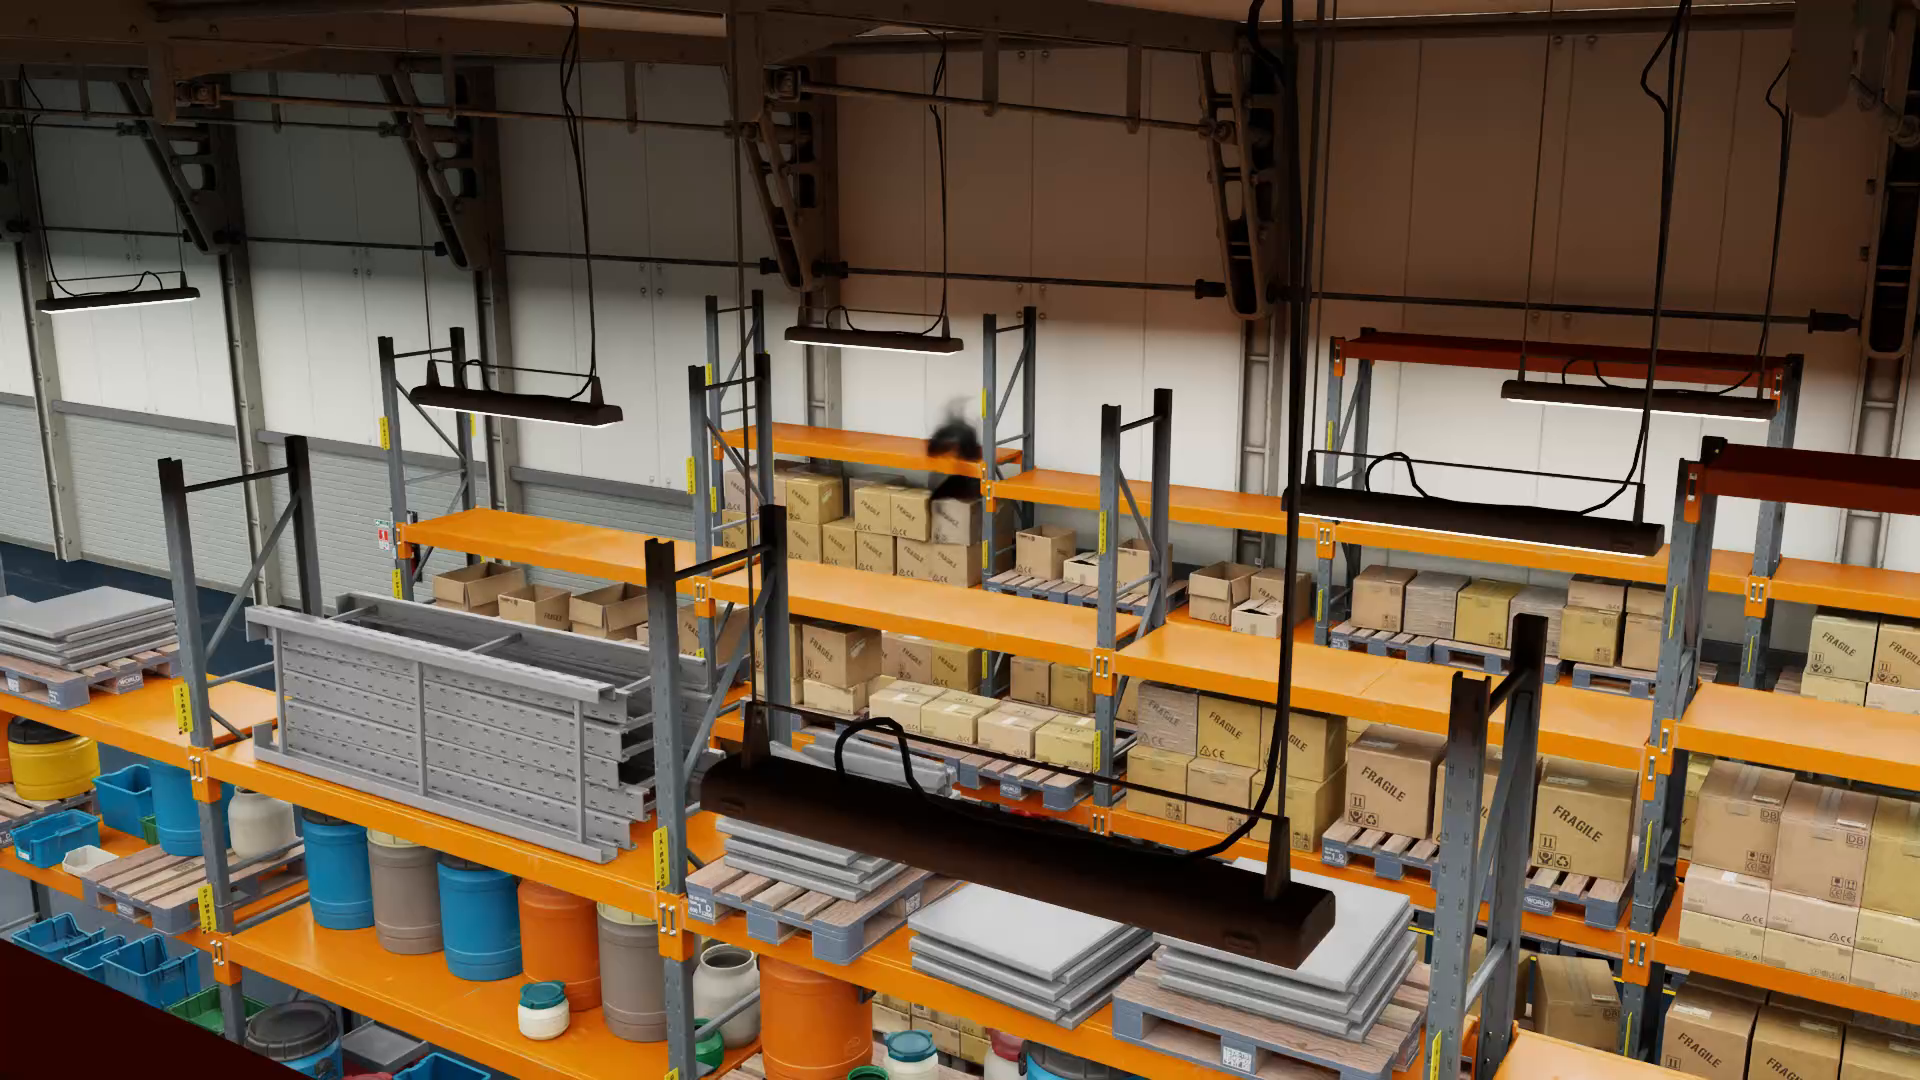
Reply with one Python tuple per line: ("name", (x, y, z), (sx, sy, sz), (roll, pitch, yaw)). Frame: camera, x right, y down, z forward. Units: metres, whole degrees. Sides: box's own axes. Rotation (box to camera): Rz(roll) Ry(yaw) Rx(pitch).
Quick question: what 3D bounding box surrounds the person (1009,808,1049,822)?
("person", (0.625, 3.064, 16.344), (0.622, 1.672, 0.659), (7, 16, 28))
